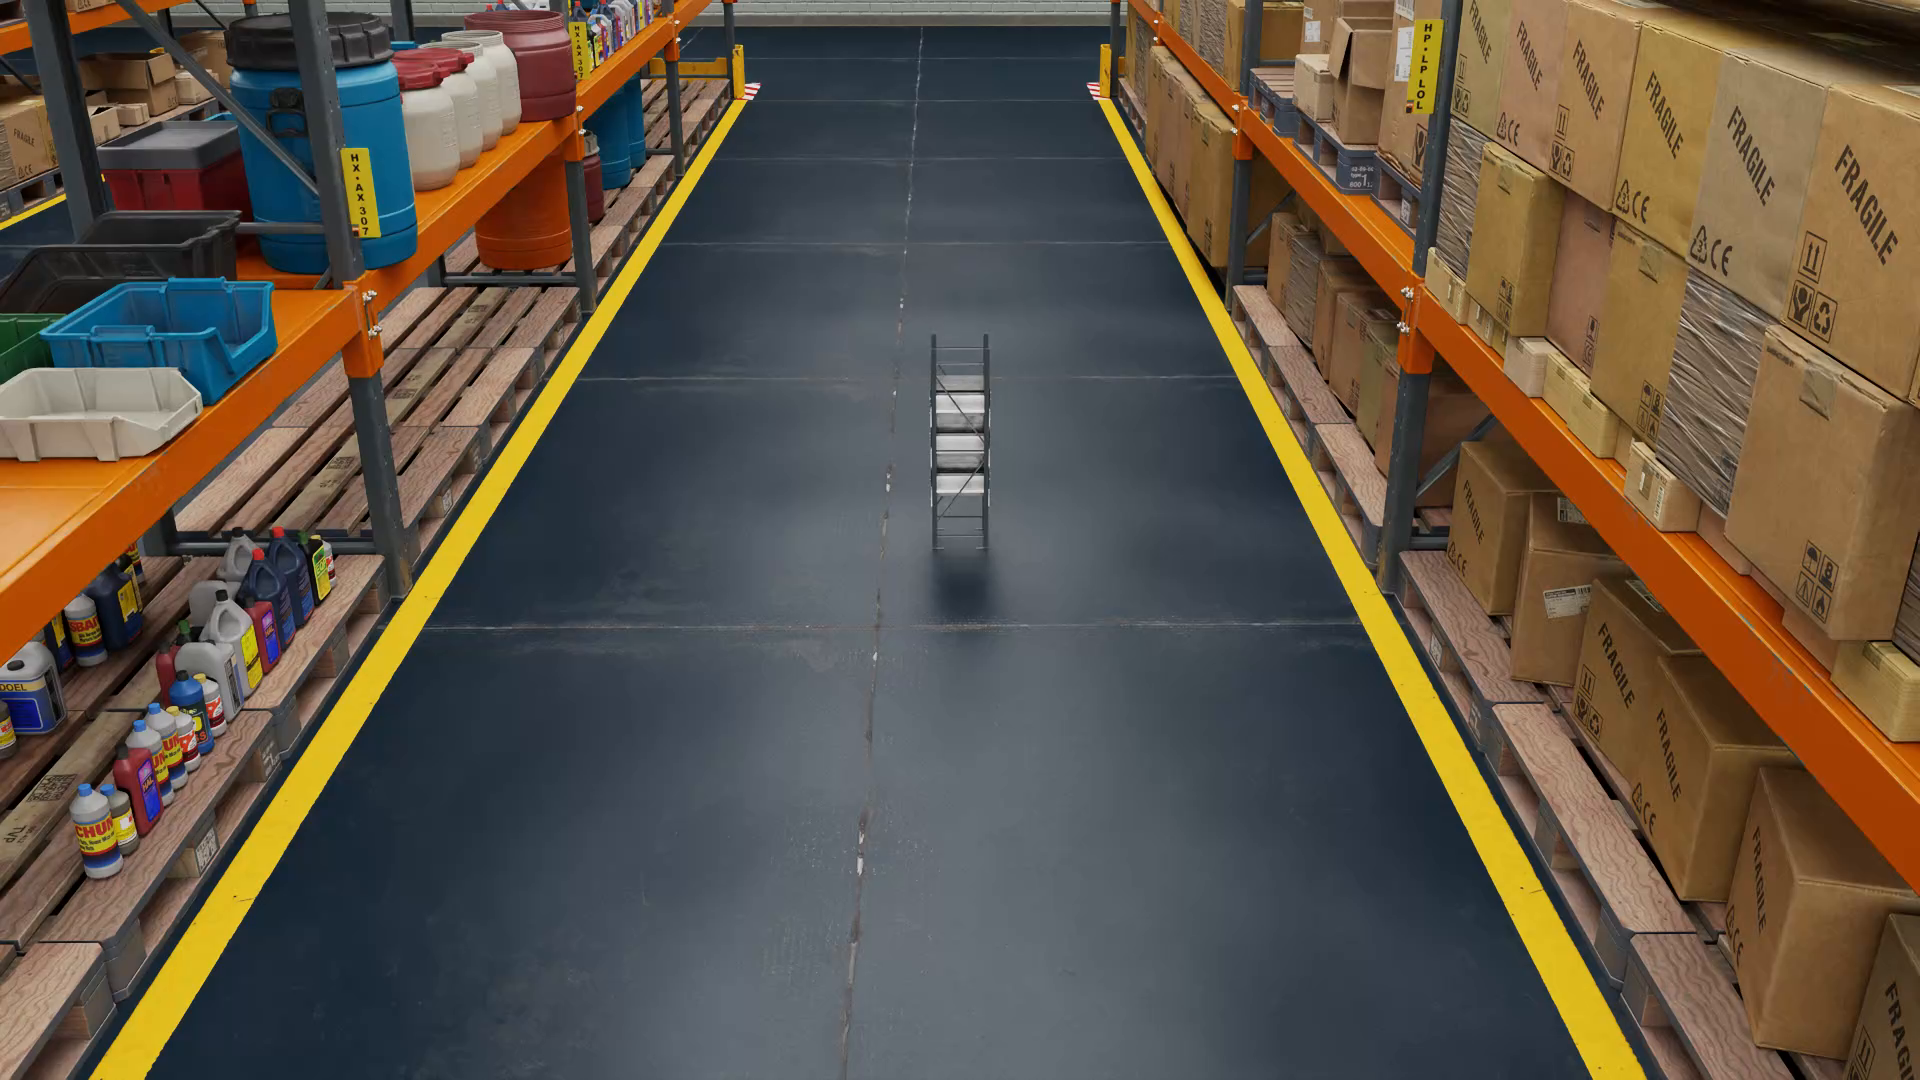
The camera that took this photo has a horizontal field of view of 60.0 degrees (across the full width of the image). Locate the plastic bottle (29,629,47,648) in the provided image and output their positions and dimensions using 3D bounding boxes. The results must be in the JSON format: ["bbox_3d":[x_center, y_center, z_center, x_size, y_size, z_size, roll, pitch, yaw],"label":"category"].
[{"bbox_3d":[-3.105,0.372,5.563,0.097,0.271,0.097,0,24,0],"label":"plastic bottle"}]

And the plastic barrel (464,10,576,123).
[{"bbox_3d":[-2.475,-2.663,9.334,0.600,0.536,0.708,0,24,-1],"label":"plastic barrel"}]

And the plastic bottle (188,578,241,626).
[{"bbox_3d":[-2.590,0.252,5.825,0.152,0.276,0.135,0,24,-1],"label":"plastic bottle"}]

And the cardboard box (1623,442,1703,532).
[{"bbox_3d":[1.926,-0.137,4.217,0.380,0.149,0.250,0,24,-1],"label":"cardboard box"}]

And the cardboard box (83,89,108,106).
[{"bbox_3d":[-8.078,-3.937,15.043,0.500,0.311,0.500,0,24,-1],"label":"cardboard box"}]

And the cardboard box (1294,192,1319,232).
[{"bbox_3d":[2.207,-1.941,9.490,0.500,0.250,0.500,1,24,2],"label":"cardboard box"}]

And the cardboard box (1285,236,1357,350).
[{"bbox_3d":[2.216,-1.370,9.140,0.700,0.500,0.500,-2,24,-5],"label":"cardboard box"}]

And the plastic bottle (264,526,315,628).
[{"bbox_3d":[-2.444,0.128,6.008,0.144,0.351,0.185,-1,24,-2],"label":"plastic bottle"}]

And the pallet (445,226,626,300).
[{"bbox_3d":[-2.834,-1.845,11.074,1.003,0.211,1.213,0,24,-1],"label":"pallet"}]

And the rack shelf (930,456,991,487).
[{"bbox_3d":[0.000,-0.301,7.123,0.258,0.077,0.200,0,24,-1],"label":"rack shelf"}]

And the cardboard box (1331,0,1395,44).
[{"bbox_3d":[2.321,-2.598,8.724,0.700,0.500,0.500,3,25,7],"label":"cardboard box"}]

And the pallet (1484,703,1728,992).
[{"bbox_3d":[2.272,0.886,5.035,1.003,0.211,1.213,0,24,-1],"label":"pallet"}]

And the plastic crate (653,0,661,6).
[{"bbox_3d":[-2.689,-4.539,13.893,0.396,0.136,0.243,0,24,-1],"label":"plastic crate"}]

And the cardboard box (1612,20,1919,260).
[{"bbox_3d":[1.992,-0.997,4.119,0.500,0.500,0.500,0,24,-1],"label":"cardboard box"}]

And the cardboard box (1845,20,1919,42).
[{"bbox_3d":[2.506,-1.000,4.124,0.500,0.500,0.500,0,24,-1],"label":"cardboard box"}]

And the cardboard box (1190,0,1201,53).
[{"bbox_3d":[1.903,-3.690,11.648,0.500,0.500,0.500,0,24,0],"label":"cardboard box"}]

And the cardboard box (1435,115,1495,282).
[{"bbox_3d":[2.156,-1.161,5.694,0.875,0.500,0.500,0,24,-1],"label":"cardboard box"}]

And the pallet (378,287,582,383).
[{"bbox_3d":[-2.814,-1.201,9.650,1.003,0.211,1.213,0,24,-1],"label":"pallet"}]

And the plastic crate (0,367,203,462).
[{"bbox_3d":[-2.469,-0.355,4.714,0.530,0.136,0.437,0,24,-1],"label":"plastic crate"}]

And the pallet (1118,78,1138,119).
[{"bbox_3d":[2.169,-4.510,16.966,1.003,0.211,1.213,0,24,-1],"label":"pallet"}]

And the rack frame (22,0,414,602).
[{"bbox_3d":[-2.740,-1.143,6.137,1.000,3.000,0.127,0,24,-1],"label":"rack frame"}]

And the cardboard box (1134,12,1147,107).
[{"bbox_3d":[2.179,-4.695,16.059,0.875,0.875,0.875,0,24,-1],"label":"cardboard box"}]

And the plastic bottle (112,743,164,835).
[{"bbox_3d":[-2.388,0.701,4.823,0.061,0.283,0.133,0,24,0],"label":"plastic bottle"}]

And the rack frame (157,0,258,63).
[{"bbox_3d":[-7.824,-6.067,17.024,1.000,3.000,0.127,0,24,-1],"label":"rack frame"}]

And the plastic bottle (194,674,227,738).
[{"bbox_3d":[-2.412,0.523,5.315,0.097,0.201,0.097,0,24,0],"label":"plastic bottle"}]

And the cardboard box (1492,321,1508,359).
[{"bbox_3d":[1.947,-0.652,5.356,0.380,0.149,0.250,0,24,-1],"label":"cardboard box"}]

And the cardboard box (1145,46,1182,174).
[{"bbox_3d":[2.153,-3.421,13.243,1.225,0.875,0.875,0,24,0],"label":"cardboard box"}]

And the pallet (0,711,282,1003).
[{"bbox_3d":[-2.758,0.909,4.985,1.003,0.211,1.213,0,24,-1],"label":"pallet"}]

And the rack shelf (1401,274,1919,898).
[{"bbox_3d":[2.235,-0.013,4.512,1.077,0.370,4.000,0,24,-1],"label":"rack shelf"}]

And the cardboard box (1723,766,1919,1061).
[{"bbox_3d":[2.226,0.927,4.084,0.500,0.500,0.500,6,25,13],"label":"cardboard box"}]

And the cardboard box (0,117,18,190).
[{"bbox_3d":[-7.486,-2.868,12.450,0.500,0.500,0.500,0,24,0],"label":"cardboard box"}]

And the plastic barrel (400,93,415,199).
[{"bbox_3d":[-2.531,-1.600,6.983,0.433,0.535,0.433,0,24,0],"label":"plastic barrel"}]

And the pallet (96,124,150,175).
[{"bbox_3d":[-7.787,-3.431,14.580,1.003,0.211,1.213,0,24,-1],"label":"pallet"}]

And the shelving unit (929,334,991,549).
[{"bbox_3d":[0.000,-0.413,7.072,0.258,0.900,0.210,0,24,-1],"label":"shelving unit"}]

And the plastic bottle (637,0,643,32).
[{"bbox_3d":[-2.490,-4.040,12.602,0.144,0.351,0.185,0,24,-1],"label":"plastic bottle"}]

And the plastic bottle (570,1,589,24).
[{"bbox_3d":[-2.628,-3.530,11.474,0.144,0.351,0.185,0,24,-1],"label":"plastic bottle"}]

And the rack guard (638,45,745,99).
[{"bbox_3d":[-2.884,-4.959,17.607,1.175,0.500,0.348,0,24,-1],"label":"rack guard"}]

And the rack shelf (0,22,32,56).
[{"bbox_3d":[-7.758,-3.267,11.706,1.077,0.370,4.000,0,24,-1],"label":"rack shelf"}]

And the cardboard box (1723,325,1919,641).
[{"bbox_3d":[2.153,-0.130,3.416,0.875,0.500,0.500,0,24,-1],"label":"cardboard box"}]

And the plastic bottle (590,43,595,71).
[{"bbox_3d":[-2.445,-3.174,10.869,0.097,0.201,0.097,0,24,0],"label":"plastic bottle"}]

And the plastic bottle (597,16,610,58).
[{"bbox_3d":[-2.451,-3.436,11.364,0.097,0.271,0.097,0,24,0],"label":"plastic bottle"}]

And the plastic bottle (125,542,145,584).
[{"bbox_3d":[-3.174,0.033,6.314,0.097,0.271,0.097,0,24,0],"label":"plastic bottle"}]

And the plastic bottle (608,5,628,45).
[{"bbox_3d":[-2.486,-3.713,11.969,0.152,0.276,0.135,0,24,-1],"label":"plastic bottle"}]

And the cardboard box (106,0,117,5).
[{"bbox_3d":[-7.522,-4.886,14.293,0.500,0.500,0.500,0,24,0],"label":"cardboard box"}]

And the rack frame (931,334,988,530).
[{"bbox_3d":[-0.001,-0.455,7.165,0.240,0.900,0.006,0,24,-1],"label":"rack frame"}]

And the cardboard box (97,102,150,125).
[{"bbox_3d":[-7.588,-3.859,15.046,0.380,0.166,0.250,0,24,-1],"label":"cardboard box"}]
